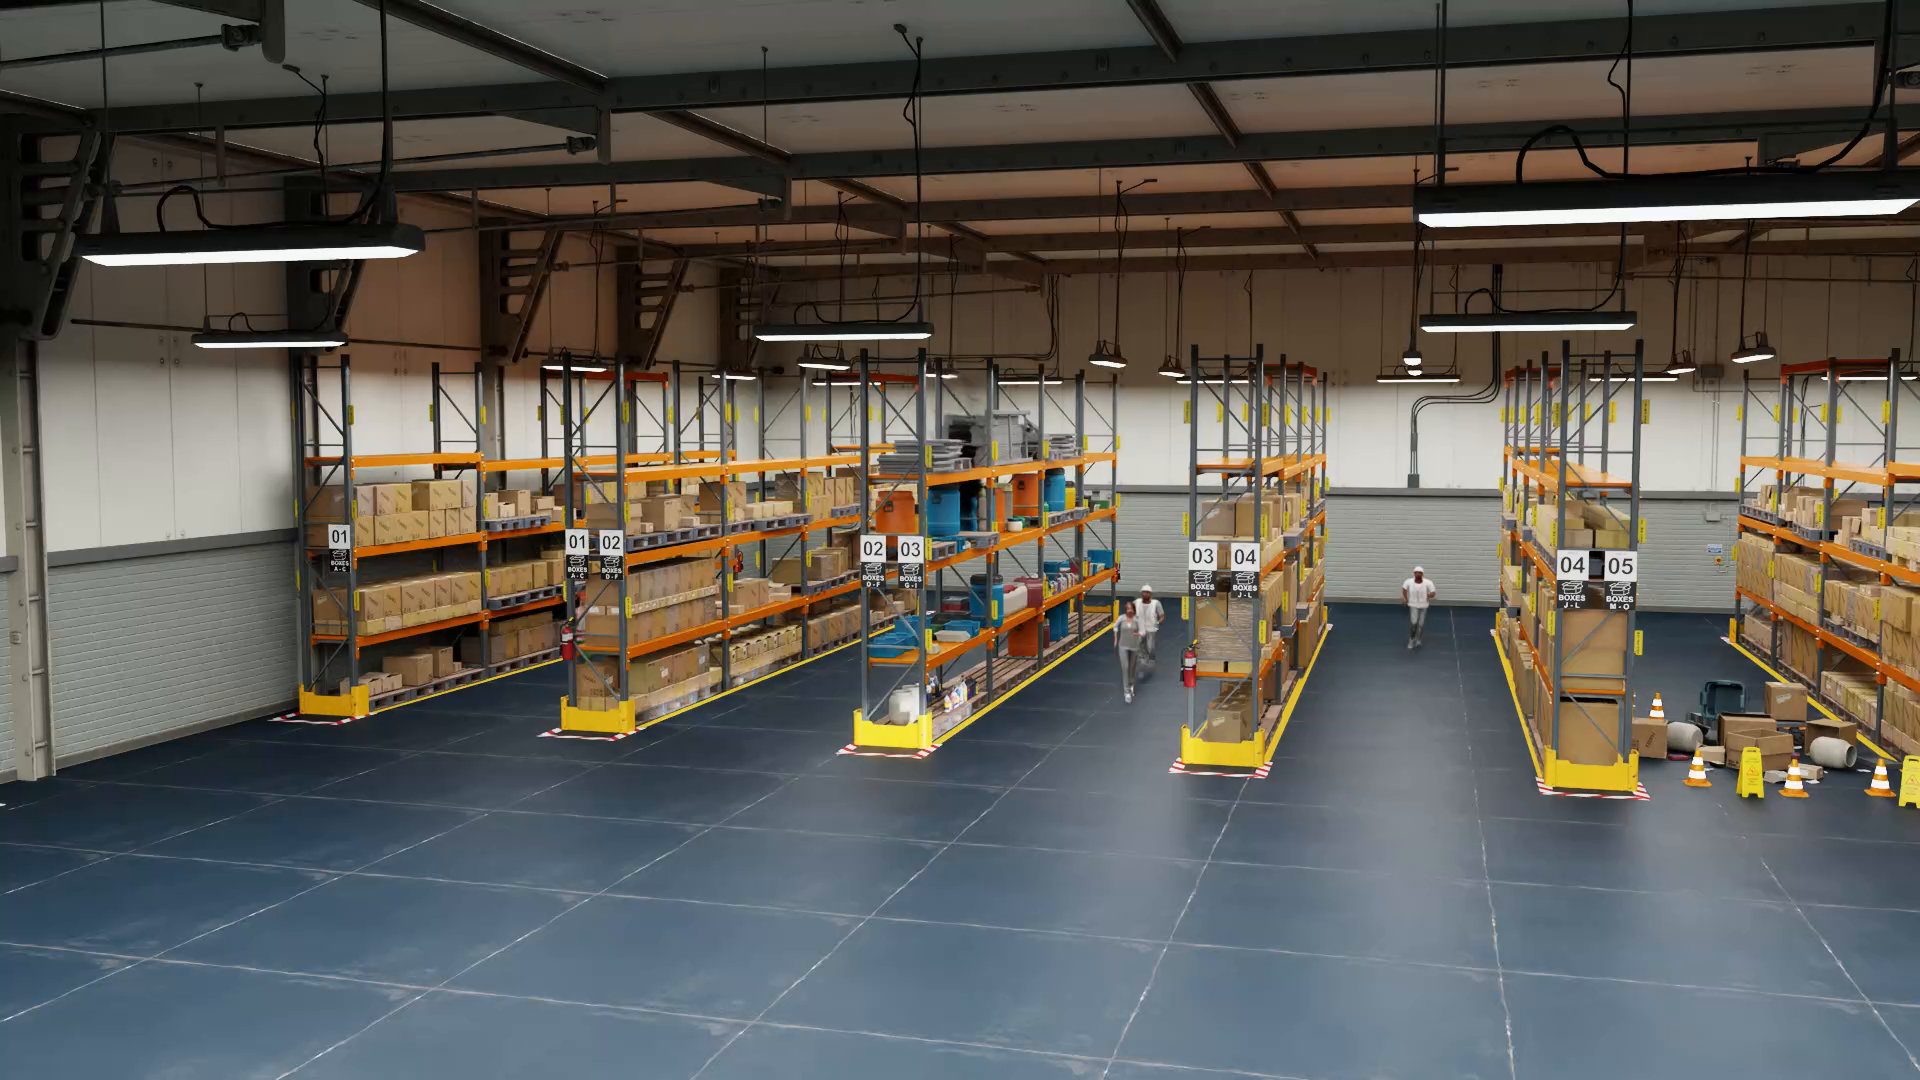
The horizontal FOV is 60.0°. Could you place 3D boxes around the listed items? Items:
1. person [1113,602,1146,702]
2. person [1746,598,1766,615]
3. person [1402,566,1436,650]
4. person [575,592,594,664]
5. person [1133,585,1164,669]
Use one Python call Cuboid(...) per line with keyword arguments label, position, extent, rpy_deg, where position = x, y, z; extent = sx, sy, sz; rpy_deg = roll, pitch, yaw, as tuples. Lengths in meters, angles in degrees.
Cuboid(label="person", position=(2.807, 1.820, 27.525), extent=(0.520, 1.622, 0.787), rpy_deg=(0, 4, 2))
Cuboid(label="person", position=(18.128, 1.385, 37.740), extent=(0.676, 1.606, 0.502), rpy_deg=(-4, 6, -44))
Cuboid(label="person", position=(9.831, 1.458, 35.612), extent=(0.687, 1.802, 0.748), rpy_deg=(1, 4, 12))
Cuboid(label="person", position=(-6.757, 1.835, 30.019), extent=(0.660, 1.823, 0.903), rpy_deg=(1, 4, 12))
Cuboid(label="person", position=(3.554, 1.677, 31.736), extent=(0.682, 1.645, 0.940), rpy_deg=(1, 4, 13))
